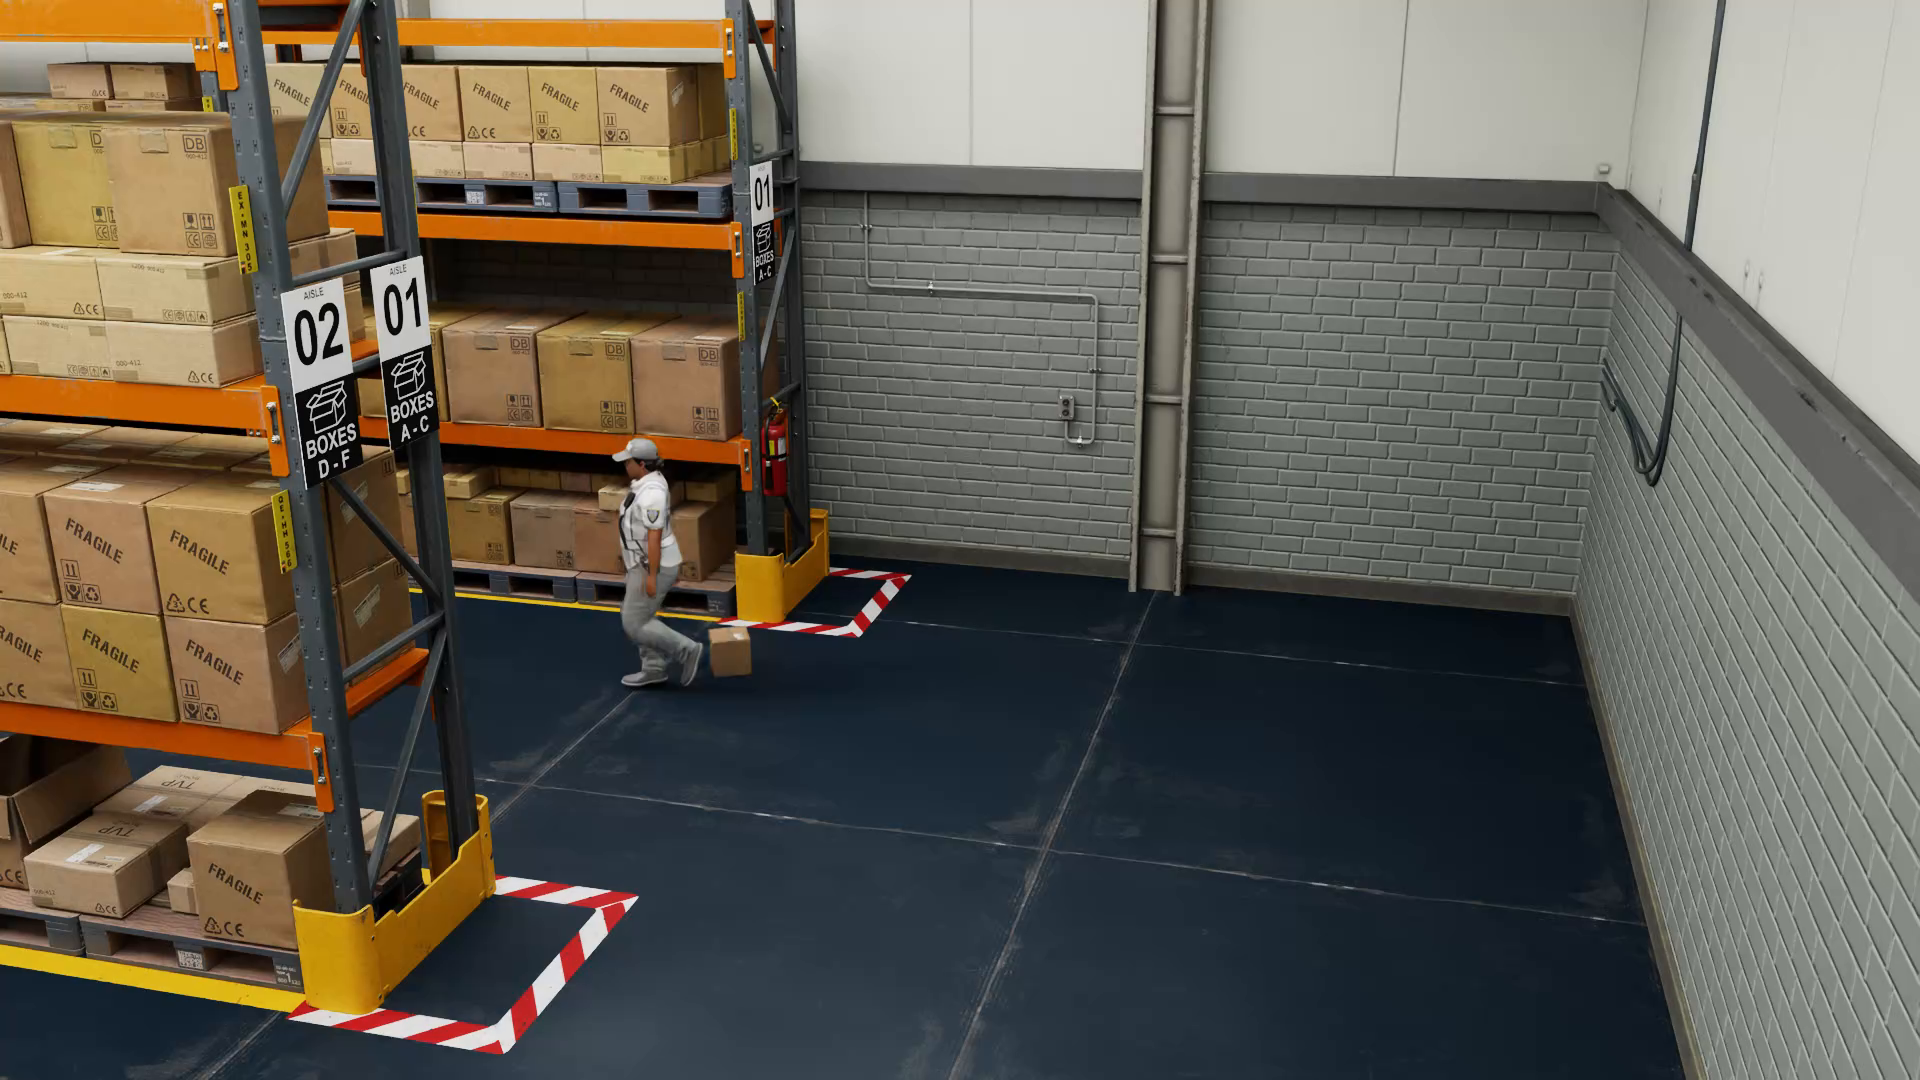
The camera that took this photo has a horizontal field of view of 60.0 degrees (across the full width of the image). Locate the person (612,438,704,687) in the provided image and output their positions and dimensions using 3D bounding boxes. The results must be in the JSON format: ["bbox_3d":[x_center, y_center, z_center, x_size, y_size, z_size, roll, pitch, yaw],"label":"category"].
[{"bbox_3d":[-1.931,0.157,10.505,0.504,1.652,0.490,-5,19,-14],"label":"person"}]
